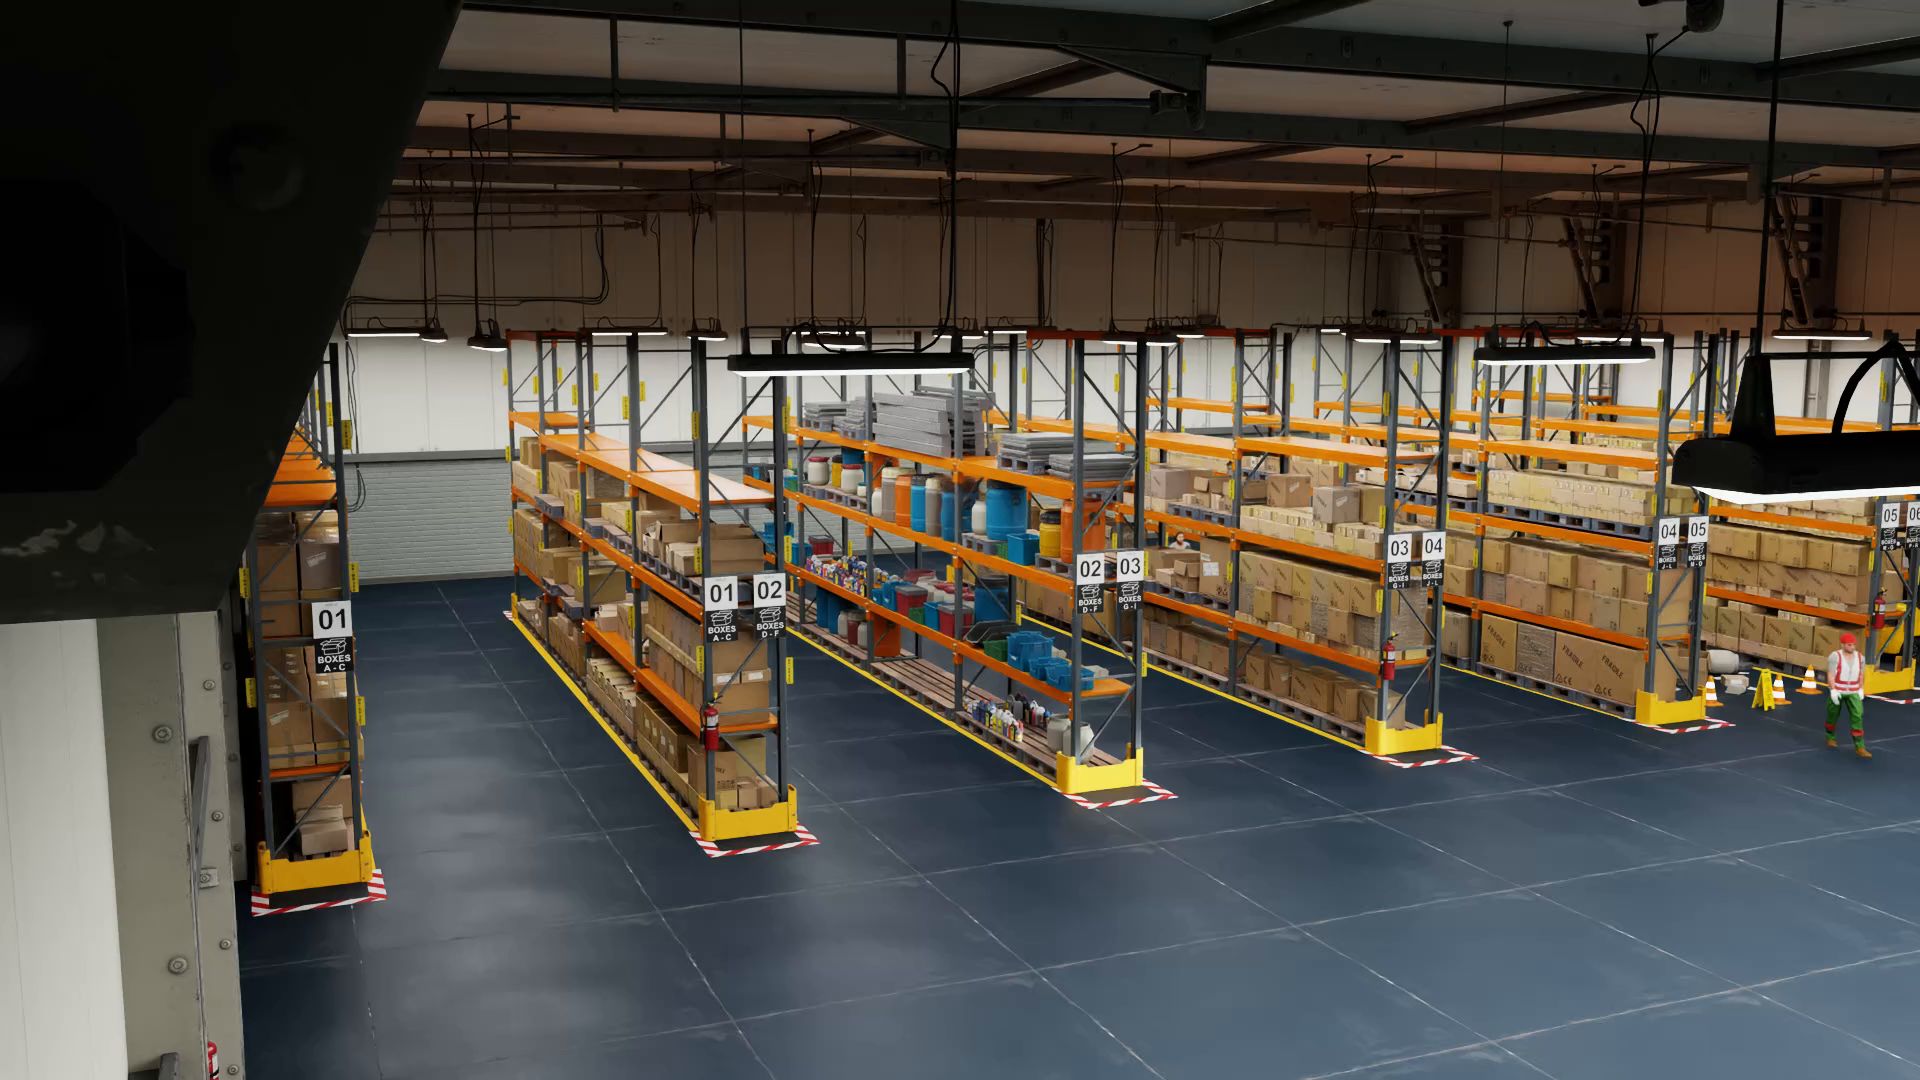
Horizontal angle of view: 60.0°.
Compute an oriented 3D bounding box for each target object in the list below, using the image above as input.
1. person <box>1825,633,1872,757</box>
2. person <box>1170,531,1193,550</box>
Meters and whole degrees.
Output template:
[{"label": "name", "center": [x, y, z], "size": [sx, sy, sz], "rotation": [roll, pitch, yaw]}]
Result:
[{"label": "person", "center": [12.760, 2.196, 23.906], "size": [0.560, 1.734, 0.995], "rotation": [2, 8, 12]}, {"label": "person", "center": [4.832, 0.570, 36.669], "size": [0.608, 1.579, 0.689], "rotation": [-2, 8, -13]}]
